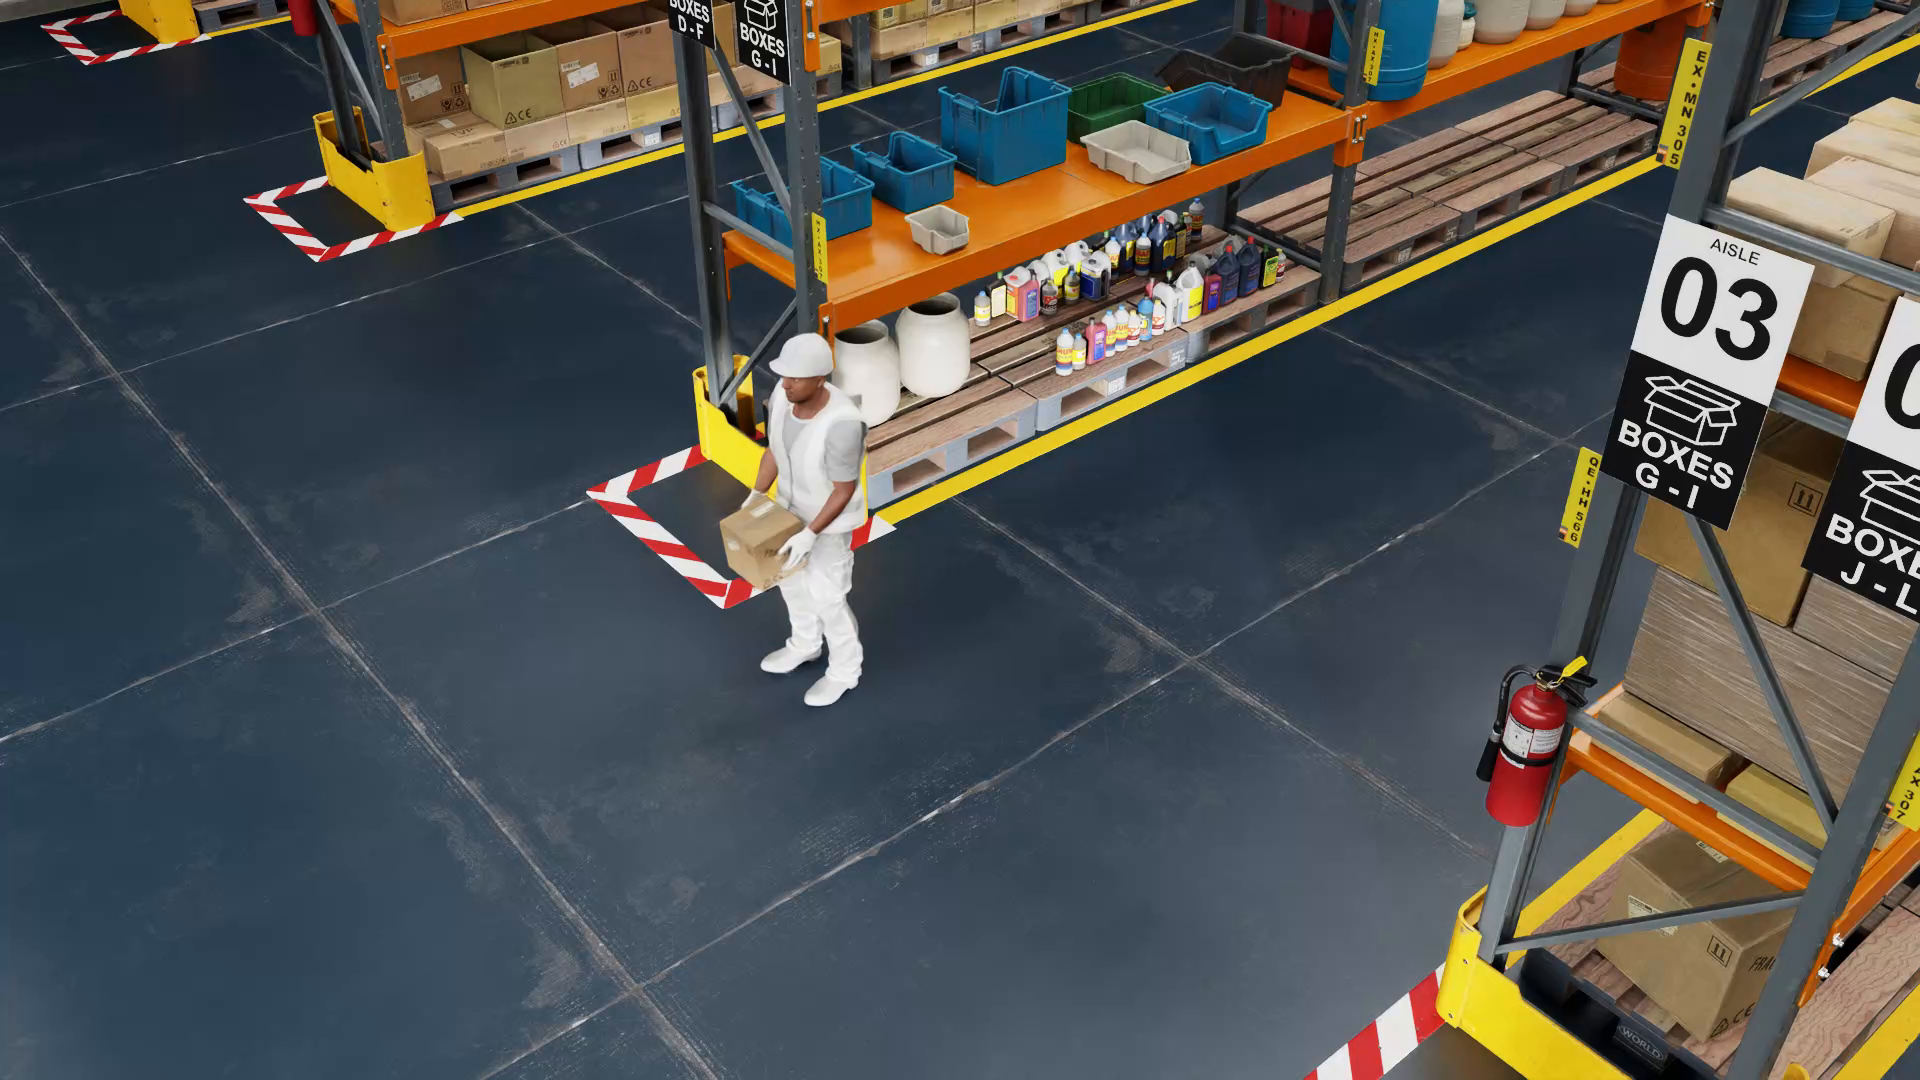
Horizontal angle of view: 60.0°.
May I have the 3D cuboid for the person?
[{"bbox_3d":[-0.669,-0.079,7.169,0.490,1.788,0.549,-27,43,-32],"label":"person"}]
